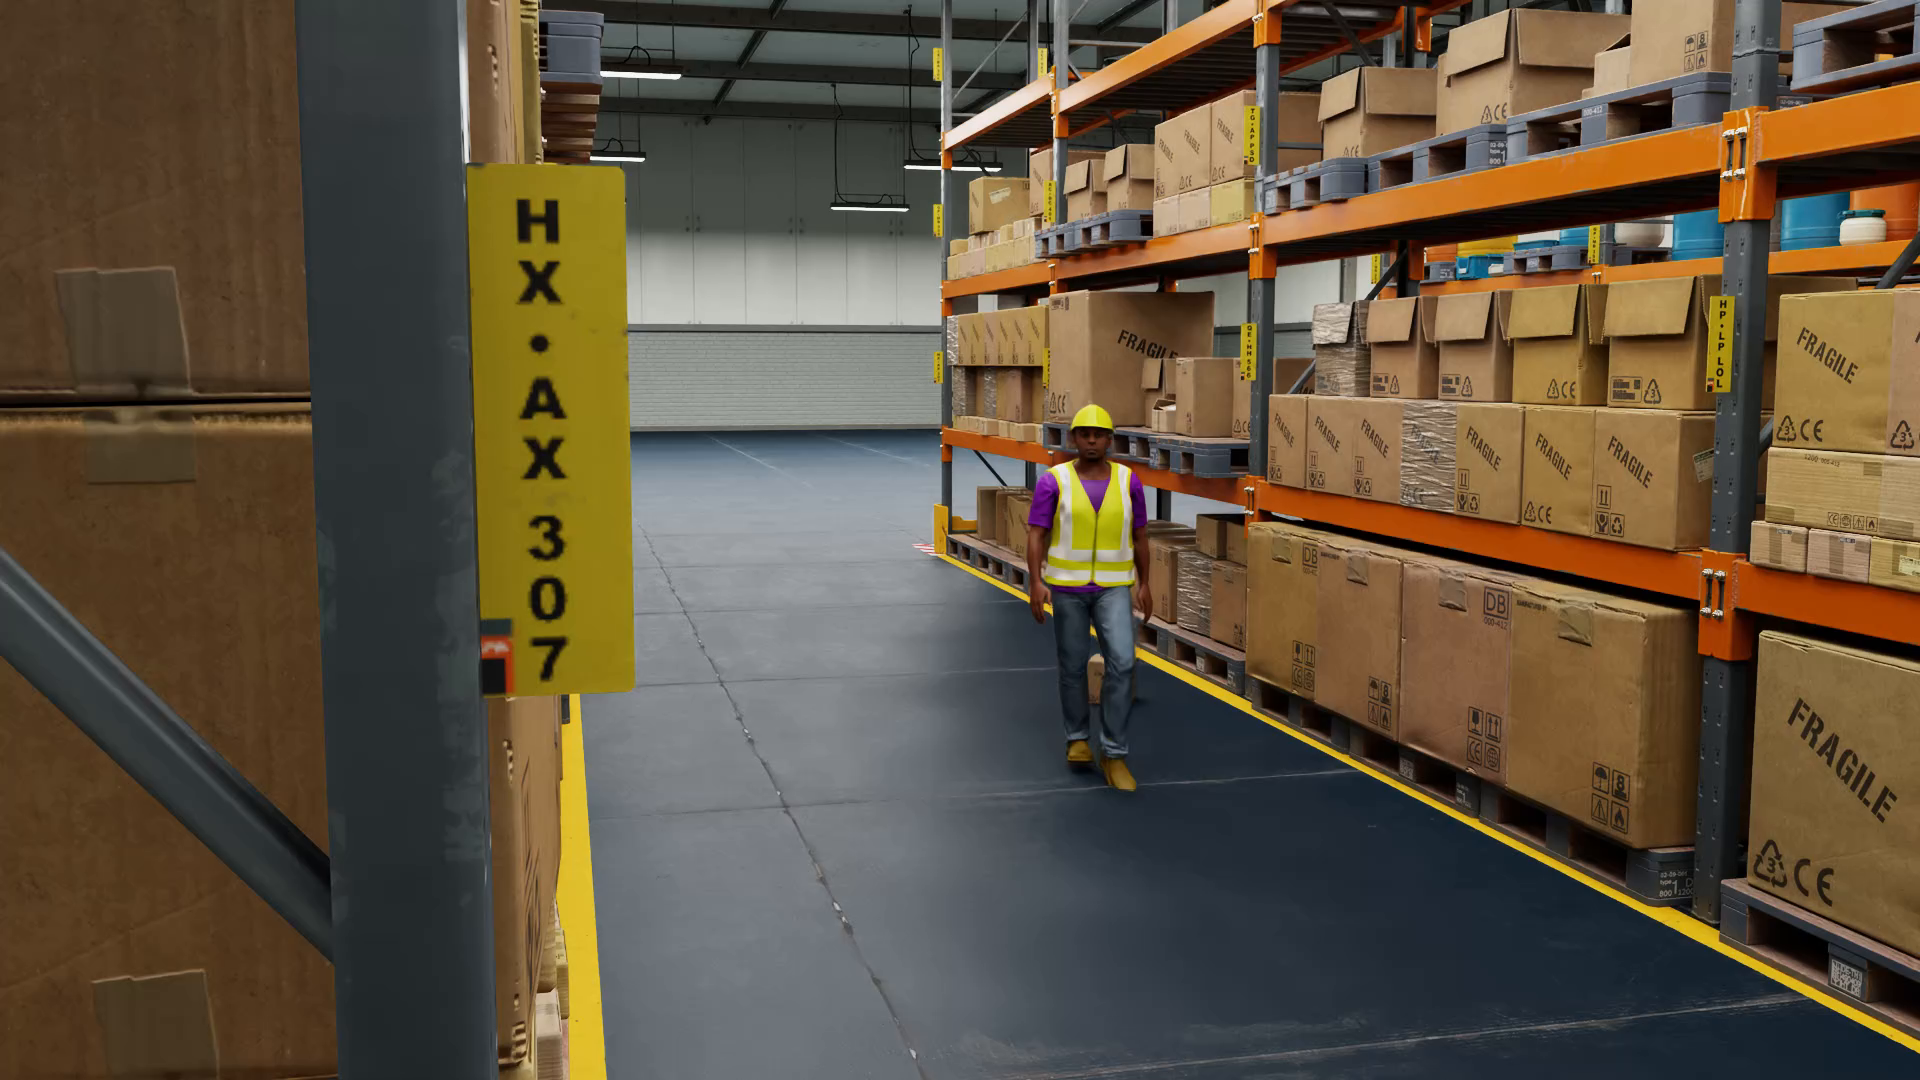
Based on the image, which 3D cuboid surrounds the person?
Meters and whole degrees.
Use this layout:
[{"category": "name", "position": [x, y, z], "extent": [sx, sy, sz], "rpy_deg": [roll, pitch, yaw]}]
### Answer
[{"category": "person", "position": [0.629, 0.268, 7.940], "extent": [0.625, 1.824, 0.649], "rpy_deg": [0, 6, -1]}]
